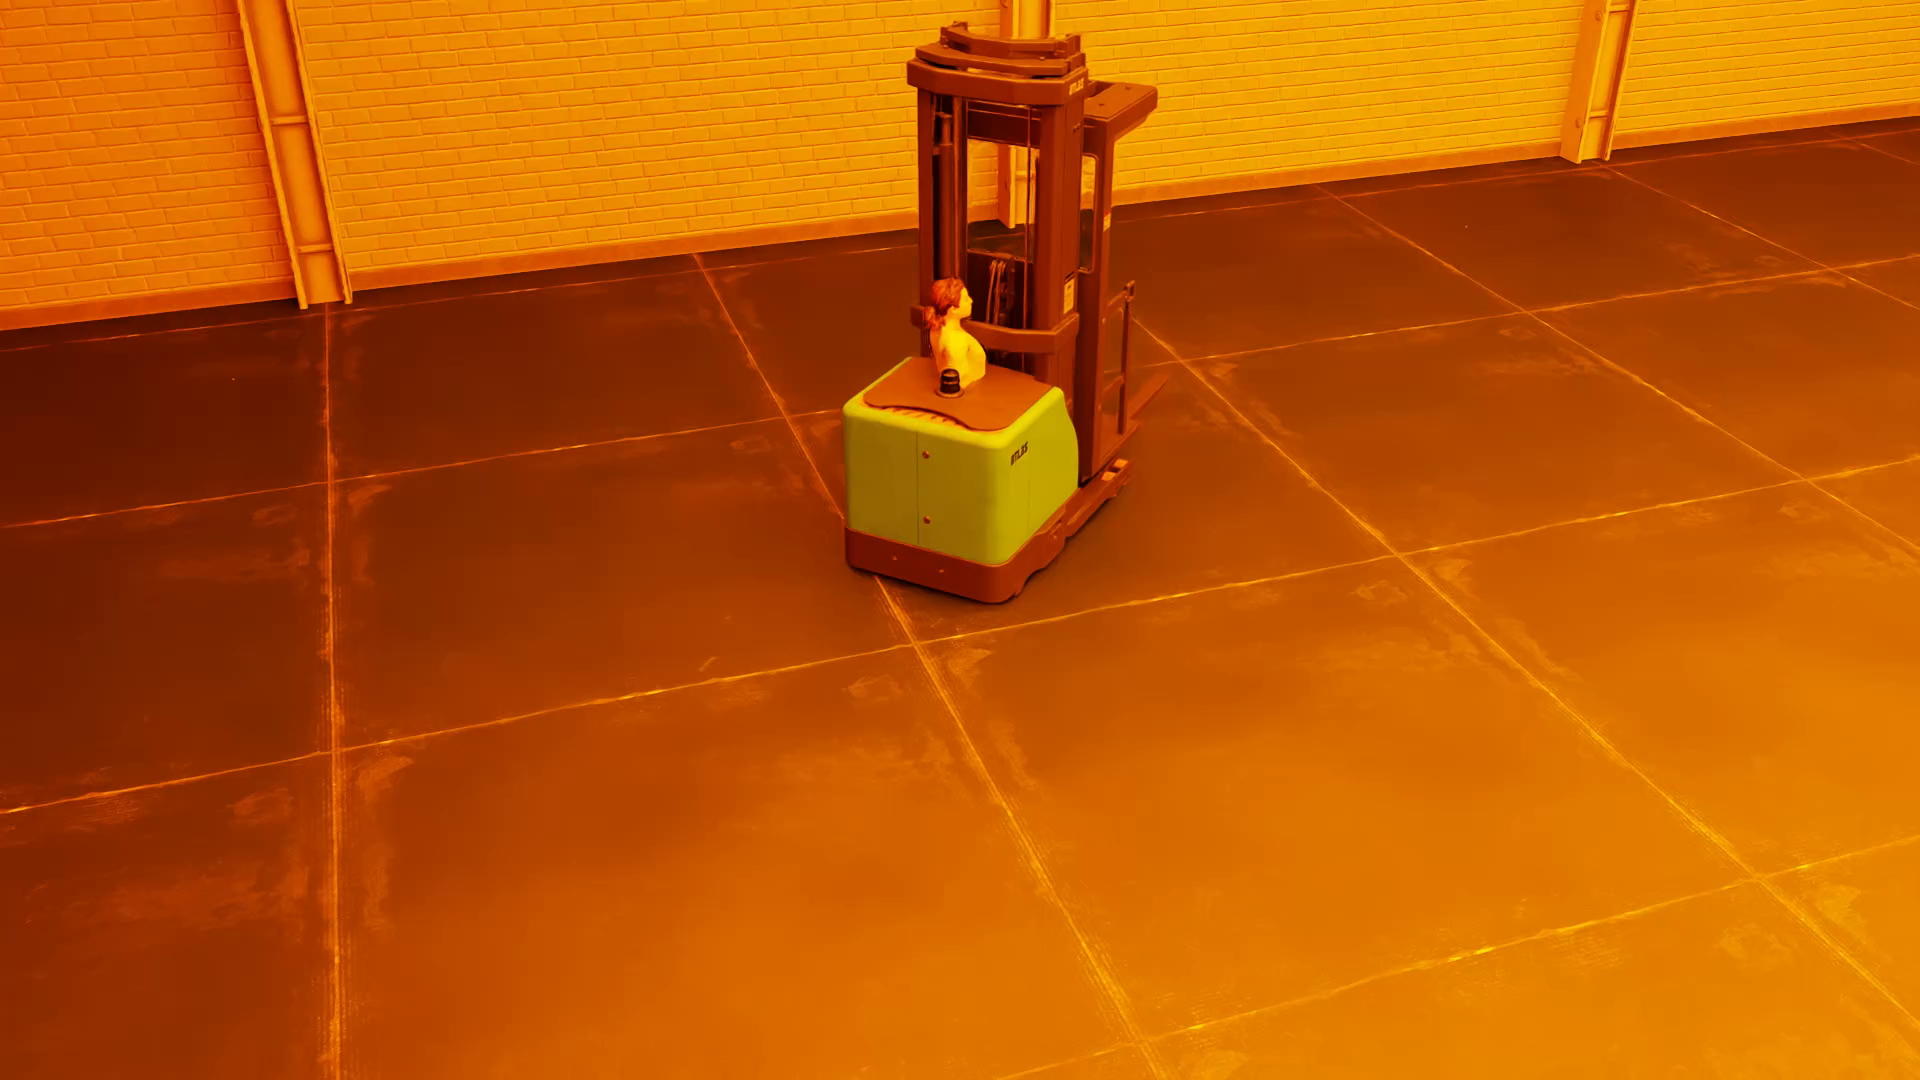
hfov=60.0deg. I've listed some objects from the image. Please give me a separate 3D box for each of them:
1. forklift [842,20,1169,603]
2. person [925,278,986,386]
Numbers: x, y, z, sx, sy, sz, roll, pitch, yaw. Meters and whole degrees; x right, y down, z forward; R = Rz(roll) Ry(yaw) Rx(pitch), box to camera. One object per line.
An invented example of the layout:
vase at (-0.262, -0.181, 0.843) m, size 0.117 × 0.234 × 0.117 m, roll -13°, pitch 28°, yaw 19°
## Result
forklift at (0.459, -1.628, 9.916) m, size 1.130 × 2.935 × 3.031 m, roll 15°, pitch 33°, yaw 24°
person at (0.014, -0.727, 9.618) m, size 0.445 × 1.669 × 0.437 m, roll -10°, pitch 31°, yaw -16°
